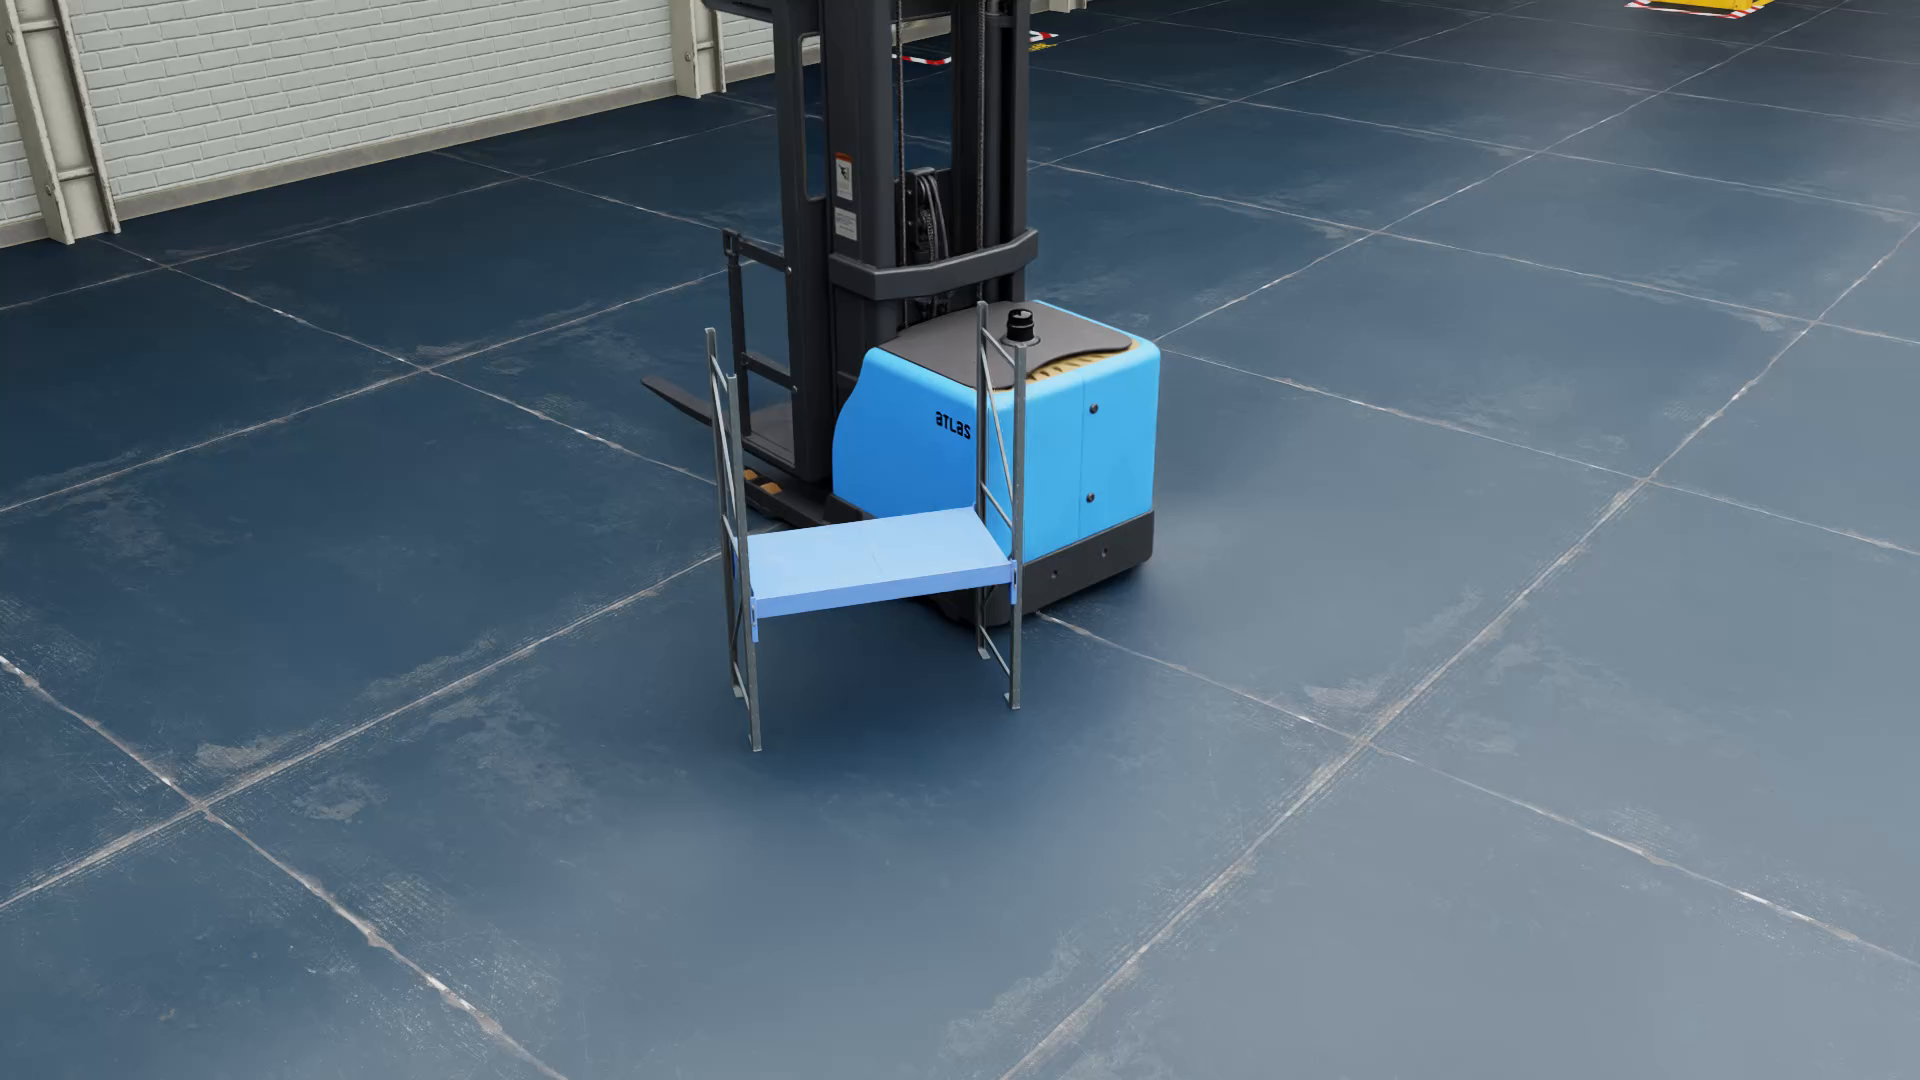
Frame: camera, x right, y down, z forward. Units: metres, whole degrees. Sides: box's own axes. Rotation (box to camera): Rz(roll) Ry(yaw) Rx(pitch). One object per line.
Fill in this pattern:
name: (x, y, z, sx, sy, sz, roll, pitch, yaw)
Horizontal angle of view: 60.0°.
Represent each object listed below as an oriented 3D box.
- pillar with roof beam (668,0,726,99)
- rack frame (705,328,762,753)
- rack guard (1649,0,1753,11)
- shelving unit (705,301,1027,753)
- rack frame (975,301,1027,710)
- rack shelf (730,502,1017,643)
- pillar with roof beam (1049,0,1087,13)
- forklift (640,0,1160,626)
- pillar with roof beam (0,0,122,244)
pillar with roof beam: (0.807, -7.078, 11.639, 9.100, 9.000, 0.400, 21, 34, 34)
rack frame: (-0.827, 0.017, 6.085, 0.032, 1.500, 0.500, -8, 28, -15)
rack guard: (9.150, -6.860, 20.467, 1.175, 0.500, 0.348, 21, 34, 34)
shelving unit: (-0.340, -0.049, 6.213, 1.048, 1.500, 0.538, -8, 28, -15)
rack frame: (0.148, -0.115, 6.341, 0.032, 1.500, 0.500, -8, 28, -15)
rack shelf: (-0.340, 0.111, 6.296, 1.000, 0.185, 0.538, -8, 28, -15)
pillar with roof beam: (4.623, -9.206, 15.751, 9.100, 9.000, 0.400, 21, 34, 34)
forklift: (-0.479, -1.544, 7.544, 1.130, 2.935, 3.031, -22, 34, -36)
pillar with roof beam: (-3.009, -4.951, 7.527, 9.100, 9.000, 0.400, 21, 34, 34)
